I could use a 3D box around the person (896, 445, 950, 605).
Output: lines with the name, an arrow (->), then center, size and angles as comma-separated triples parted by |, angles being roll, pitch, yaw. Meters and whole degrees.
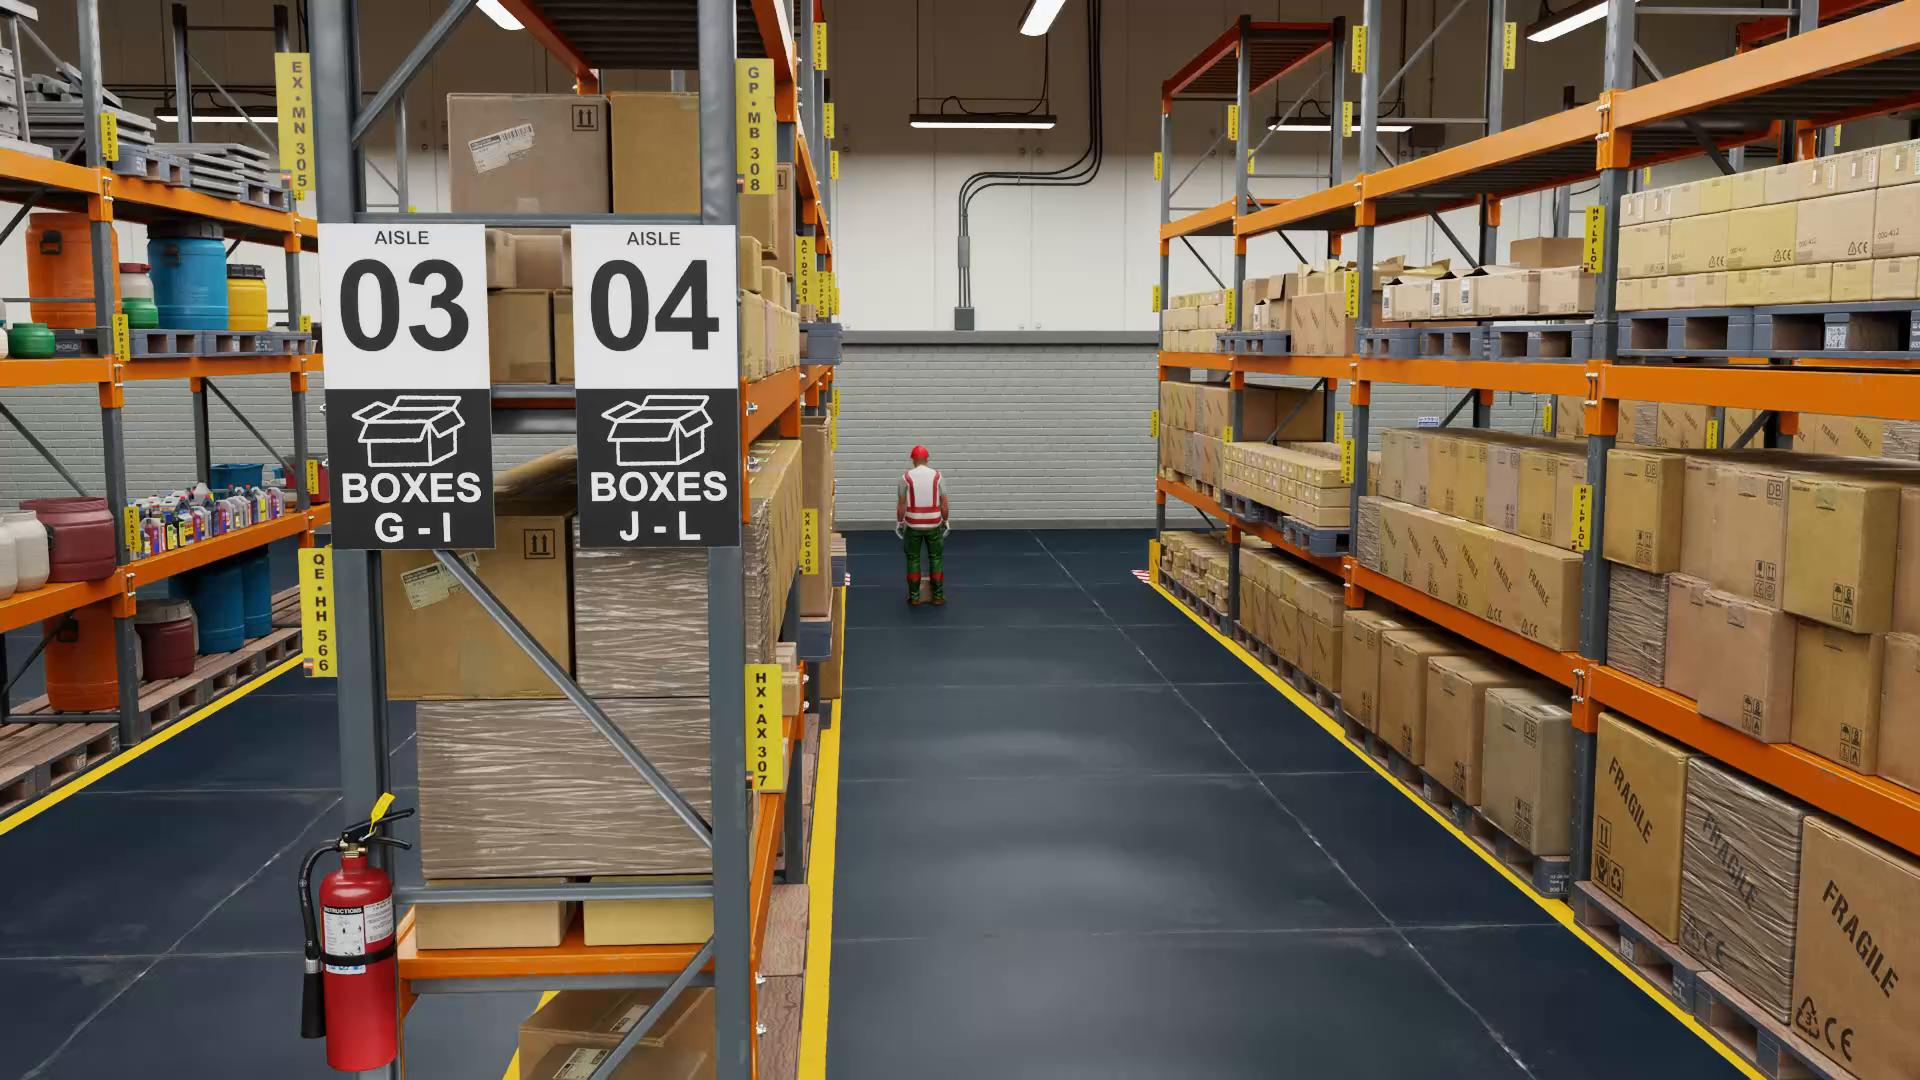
person -> -3.329, 0.508, 12.916 | 7.718, 1.774, 11.115 | -1, 7, -7
